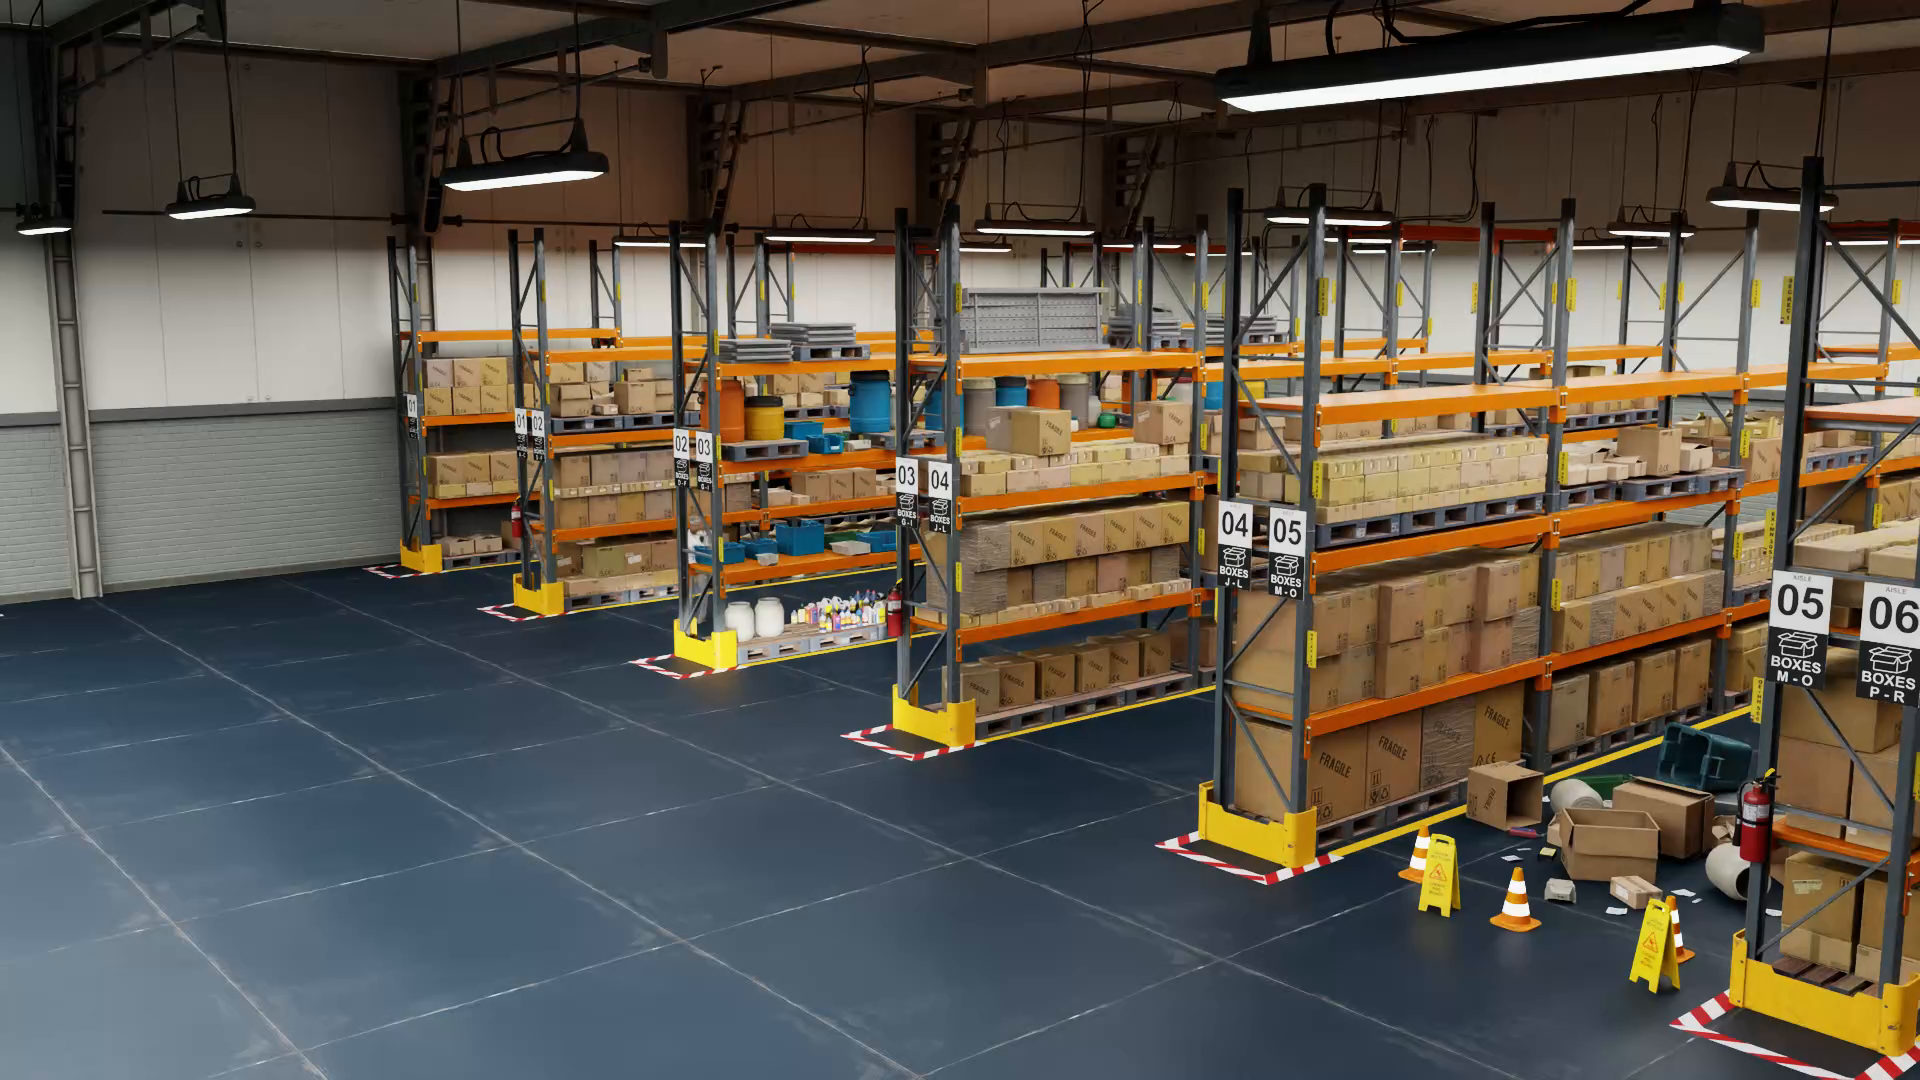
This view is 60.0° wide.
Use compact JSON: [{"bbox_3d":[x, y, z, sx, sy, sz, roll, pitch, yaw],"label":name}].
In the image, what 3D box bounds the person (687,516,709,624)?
[{"bbox_3d":[-4.057,0.452,25.440,0.462,1.699,0.362,-3,9,-17],"label":"person"}]
